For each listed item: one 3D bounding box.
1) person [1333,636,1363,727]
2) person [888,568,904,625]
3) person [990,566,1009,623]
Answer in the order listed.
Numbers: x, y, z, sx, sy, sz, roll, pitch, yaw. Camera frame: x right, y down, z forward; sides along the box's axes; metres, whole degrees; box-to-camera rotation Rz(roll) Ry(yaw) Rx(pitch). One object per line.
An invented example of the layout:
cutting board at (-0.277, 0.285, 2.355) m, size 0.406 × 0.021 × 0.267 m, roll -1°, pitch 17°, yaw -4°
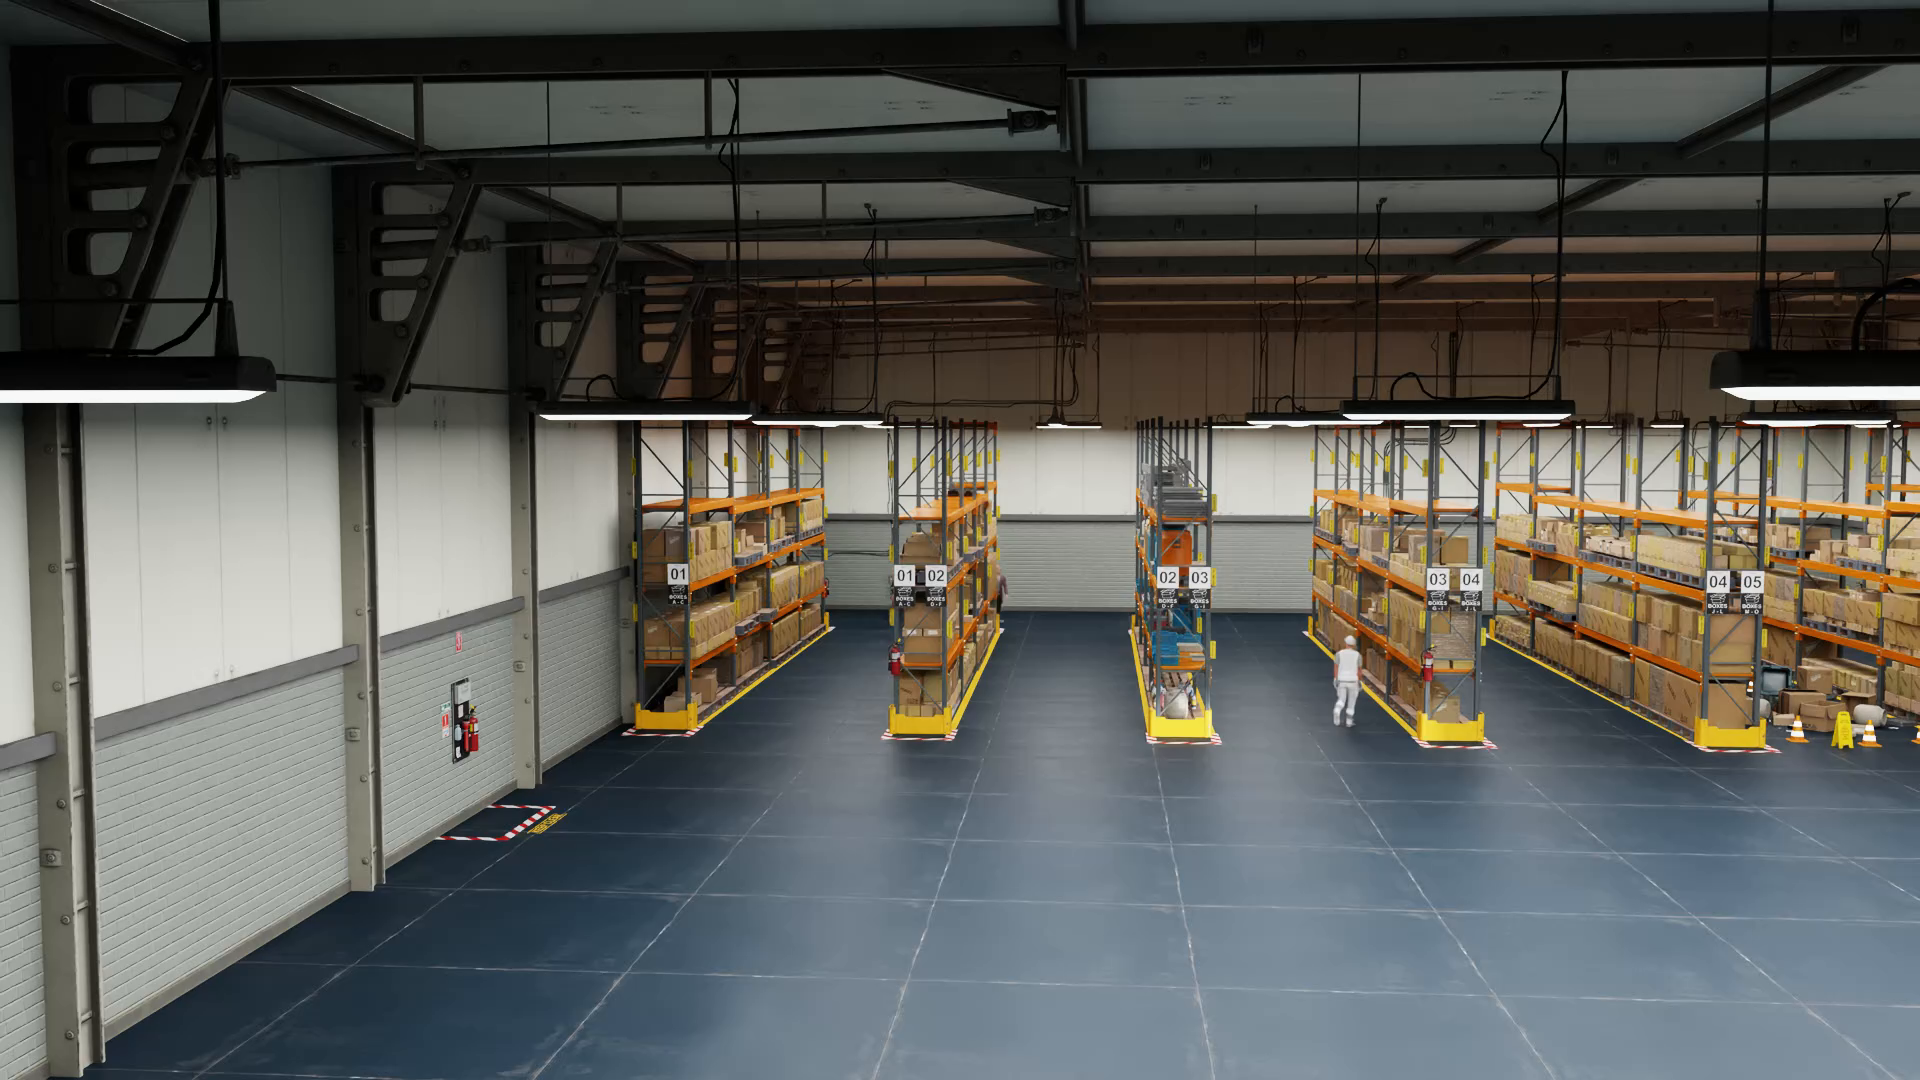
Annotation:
person at (7.462, 2.730, 32.025) m, size 0.532 × 1.782 × 0.668 m, roll 3°, pitch 5°, yaw 39°
person at (-1.850, 1.665, 48.842) m, size 0.497 × 1.713 × 0.562 m, roll 1°, pitch 4°, yaw 11°
person at (1.082, 1.685, 49.196) m, size 0.701 × 1.654 × 0.942 m, roll -2°, pitch 4°, yaw -25°
